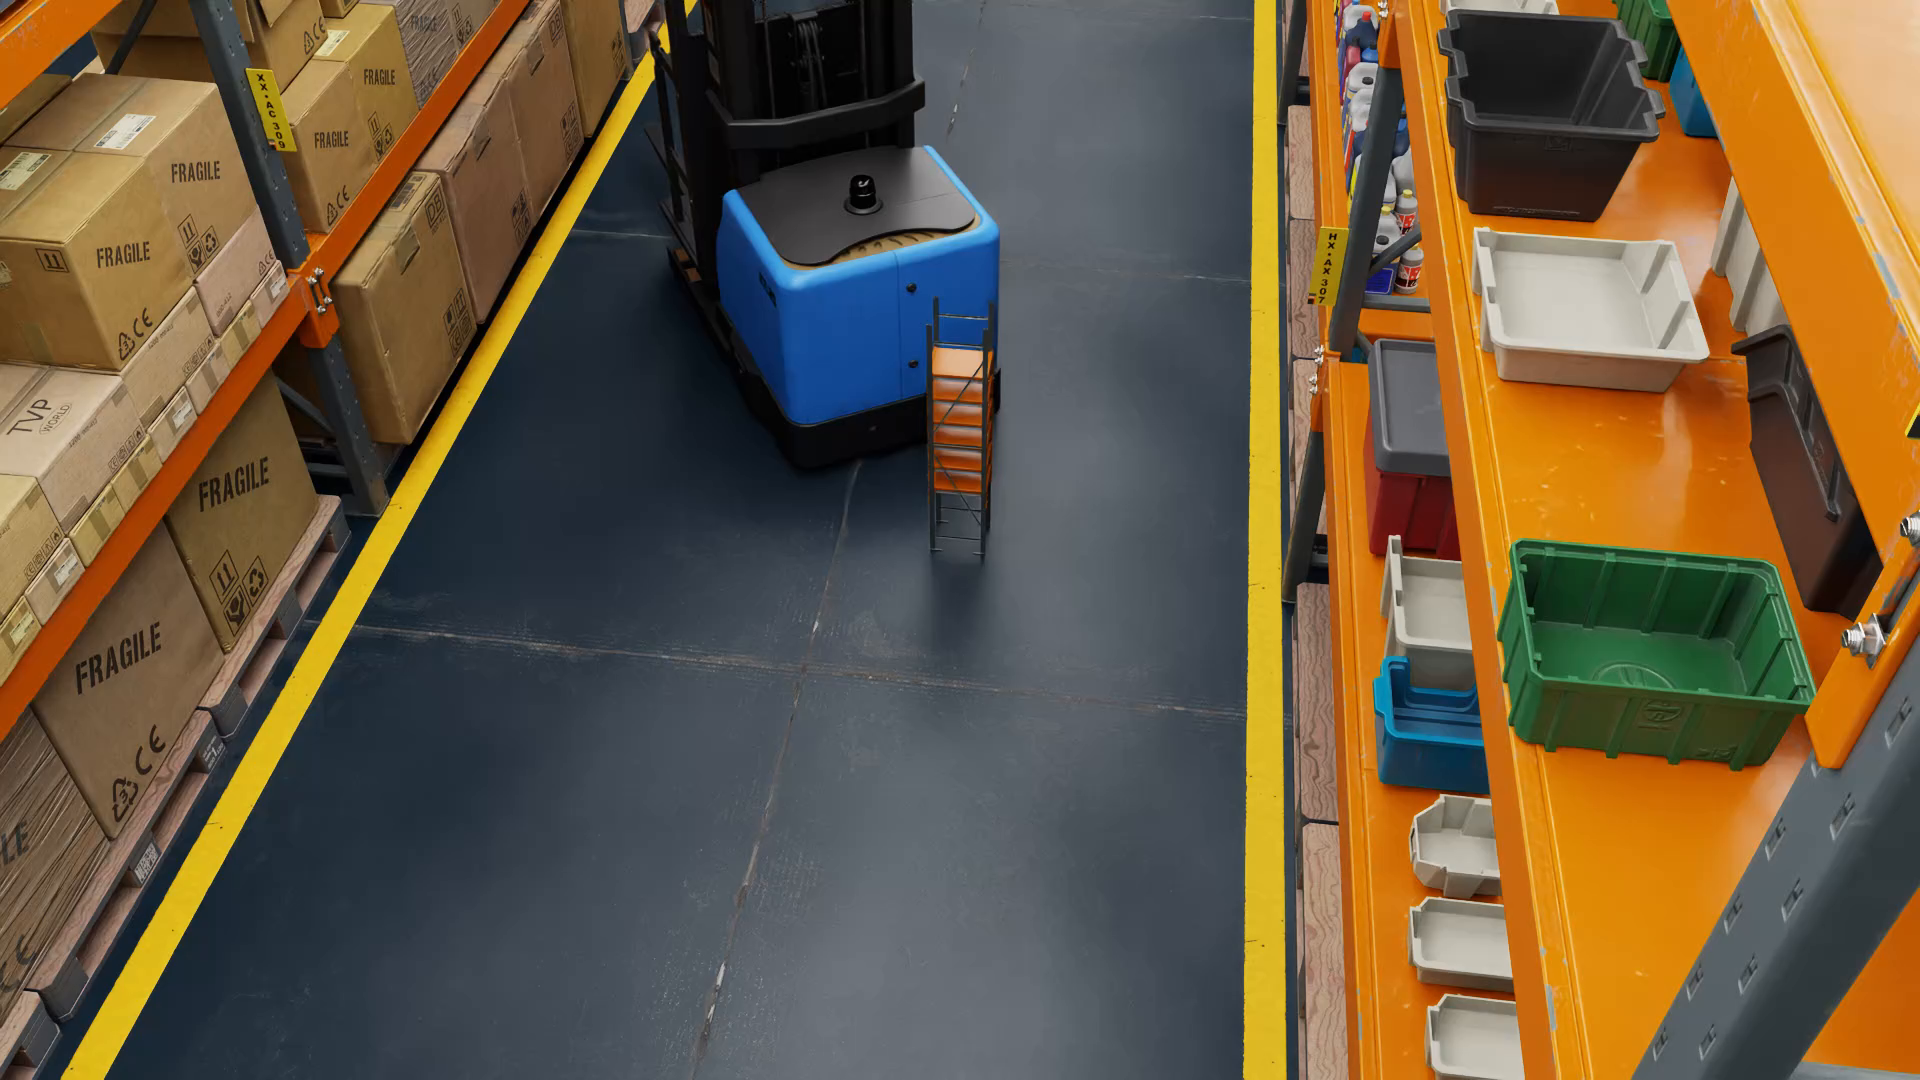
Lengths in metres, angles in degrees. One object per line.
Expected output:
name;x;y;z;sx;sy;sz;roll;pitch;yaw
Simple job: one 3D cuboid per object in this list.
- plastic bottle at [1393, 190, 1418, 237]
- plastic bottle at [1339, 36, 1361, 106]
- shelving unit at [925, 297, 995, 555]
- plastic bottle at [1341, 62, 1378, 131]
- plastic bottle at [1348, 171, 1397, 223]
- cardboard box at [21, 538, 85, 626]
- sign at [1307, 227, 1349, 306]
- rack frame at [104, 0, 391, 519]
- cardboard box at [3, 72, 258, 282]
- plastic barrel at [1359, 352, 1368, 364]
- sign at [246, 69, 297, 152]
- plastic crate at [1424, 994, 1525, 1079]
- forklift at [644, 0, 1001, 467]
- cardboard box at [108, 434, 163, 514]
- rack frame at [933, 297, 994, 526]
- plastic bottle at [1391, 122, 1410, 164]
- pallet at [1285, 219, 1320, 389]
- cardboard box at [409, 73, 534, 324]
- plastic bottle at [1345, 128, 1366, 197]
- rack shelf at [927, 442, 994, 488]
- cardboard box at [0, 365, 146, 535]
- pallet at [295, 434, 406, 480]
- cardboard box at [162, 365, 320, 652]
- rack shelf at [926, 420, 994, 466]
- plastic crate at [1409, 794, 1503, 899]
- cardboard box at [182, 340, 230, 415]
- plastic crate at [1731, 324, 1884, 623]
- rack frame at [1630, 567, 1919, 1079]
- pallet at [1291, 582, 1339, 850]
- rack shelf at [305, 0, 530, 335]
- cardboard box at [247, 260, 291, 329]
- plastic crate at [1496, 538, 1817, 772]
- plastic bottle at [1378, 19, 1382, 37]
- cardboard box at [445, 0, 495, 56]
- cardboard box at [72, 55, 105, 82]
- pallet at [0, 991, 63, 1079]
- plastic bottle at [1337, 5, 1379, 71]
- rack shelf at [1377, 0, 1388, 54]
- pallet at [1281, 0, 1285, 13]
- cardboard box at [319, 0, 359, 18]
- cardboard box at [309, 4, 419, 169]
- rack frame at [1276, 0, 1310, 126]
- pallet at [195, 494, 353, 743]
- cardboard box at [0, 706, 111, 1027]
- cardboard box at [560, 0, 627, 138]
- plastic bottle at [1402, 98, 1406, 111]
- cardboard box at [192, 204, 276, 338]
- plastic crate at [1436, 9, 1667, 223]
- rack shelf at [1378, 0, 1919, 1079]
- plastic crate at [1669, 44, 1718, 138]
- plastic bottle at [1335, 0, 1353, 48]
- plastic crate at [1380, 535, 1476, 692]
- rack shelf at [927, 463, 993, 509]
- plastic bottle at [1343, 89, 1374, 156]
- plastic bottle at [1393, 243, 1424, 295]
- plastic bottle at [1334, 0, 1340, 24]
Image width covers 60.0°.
plastic bottle;1.759;-1.295;6.602;0.097;0.201;0.097;0;43;0
plastic bottle;1.734;-2.078;7.370;0.061;0.283;0.133;5;44;6
shelving unit;0.002;-0.446;6.870;0.258;1.200;0.189;5;44;6
plastic bottle;1.748;-1.914;7.202;0.152;0.276;0.135;5;44;6
plastic bottle;1.633;-1.320;6.575;0.152;0.276;0.135;5;44;6
cardboard box;-2.976;0.109;5.158;0.380;0.149;0.250;6;44;6
sign;1.308;-0.970;5.914;0.100;0.325;0.005;5;44;6
rack frame;-3.056;-1.269;6.430;1.000;3.000;0.127;5;44;6
cardboard box;-2.852;-1.257;5.765;0.500;0.500;0.500;6;44;7
plastic barrel;1.942;-0.578;6.922;0.600;0.901;0.708;5;44;6
sign;-2.506;-1.562;6.053;0.100;0.325;0.005;5;44;6
plastic crate;1.306;1.213;3.957;0.396;0.136;0.243;5;44;6
forklift;-0.872;-2.413;7.689;1.130;2.935;3.031;-17;46;-17
cardboard box;-2.907;-0.238;5.525;0.380;0.149;0.250;6;44;6
rack frame;0.014;-0.508;6.936;0.240;1.200;0.006;5;44;6
plastic bottle;1.818;-1.569;6.784;0.144;0.351;0.185;5;44;6
pallet;2.156;-1.162;8.346;1.003;0.211;1.213;5;44;6
cardboard box;-2.874;-1.697;8.122;1.225;0.875;0.875;4;44;4
plastic bottle;1.675;-1.583;6.798;0.144;0.351;0.185;5;44;6
rack shelf;0.002;-0.326;6.983;0.258;0.103;0.180;5;44;6
cardboard box;-2.988;-0.297;5.296;0.500;0.250;0.500;6;44;6
pallet;-3.029;-0.789;7.952;1.003;0.211;1.213;5;44;6
cardboard box;-3.223;-0.207;6.549;0.875;0.875;0.875;5;44;6
rack shelf;0.002;-0.413;6.901;0.258;0.103;0.180;5;44;6
plastic crate;1.339;0.818;4.375;0.298;0.136;0.250;5;44;6
cardboard box;-2.840;-0.589;5.896;0.380;0.149;0.250;5;44;5
plastic crate;1.799;-0.175;3.139;0.504;0.338;0.767;5;44;6
rack frame;1.321;-0.271;1.013;0.949;2.616;0.053;5;44;6
pallet;1.795;0.699;6.381;1.003;0.211;1.213;5;44;6
rack shelf;-2.792;-2.370;8.117;1.077;0.370;4.000;5;44;6
cardboard box;-2.772;-0.940;6.266;0.380;0.149;0.250;5;44;6
plastic crate;1.172;0.197;2.855;0.450;0.188;0.336;5;44;6
plastic bottle;1.965;-2.285;7.540;0.144;0.351;0.185;5;44;6
cardboard box;-2.552;-2.632;7.797;0.500;0.500;0.500;6;44;6
cardboard box;-3.265;-1.648;6.759;0.500;0.500;0.500;5;44;6
pallet;-3.557;1.918;5.093;1.003;0.211;1.213;5;44;6
plastic bottle;1.821;-2.289;7.598;0.152;0.276;0.135;5;44;6
rack shelf;2.118;-3.009;6.610;1.077;0.370;4.000;5;44;6
pallet;2.687;-3.885;11.222;1.003;0.211;1.213;5;44;6
cardboard box;-2.878;-2.572;7.004;0.797;0.503;0.637;6;44;6
cardboard box;-2.682;-1.938;7.065;0.500;0.500;0.500;5;44;6
rack frame;2.382;-3.544;8.834;1.000;3.000;0.127;5;44;6
pallet;-3.234;0.255;6.849;1.003;0.211;1.213;5;44;6
cardboard box;-3.459;1.013;5.261;0.875;0.875;0.875;5;44;6
cardboard box;-2.639;-2.907;9.401;1.225;0.875;0.875;3;44;4
plastic bottle;1.844;-1.755;7.038;0.097;0.271;0.097;0;43;0
cardboard box;-2.854;-0.997;6.037;0.500;0.250;0.500;4;44;5
plastic crate;1.417;-1.038;4.101;0.497;0.269;0.590;5;44;6
rack shelf;1.589;-0.283;3.731;1.077;0.370;4.000;5;44;6
plastic crate;2.049;-1.197;4.295;0.416;0.233;0.300;5;44;6
plastic bottle;1.807;-2.453;7.766;0.061;0.283;0.133;5;44;6
plastic crate;1.469;0.227;4.894;0.437;0.282;0.530;5;44;6
rack shelf;0.002;-0.239;7.066;0.258;0.103;0.180;5;44;6
plastic bottle;1.718;-1.756;7.035;0.152;0.276;0.135;5;44;6
plastic bottle;1.711;-1.046;6.339;0.097;0.201;0.097;0;43;0
plastic bottle;1.853;-2.592;7.922;0.097;0.271;0.097;0;43;0
